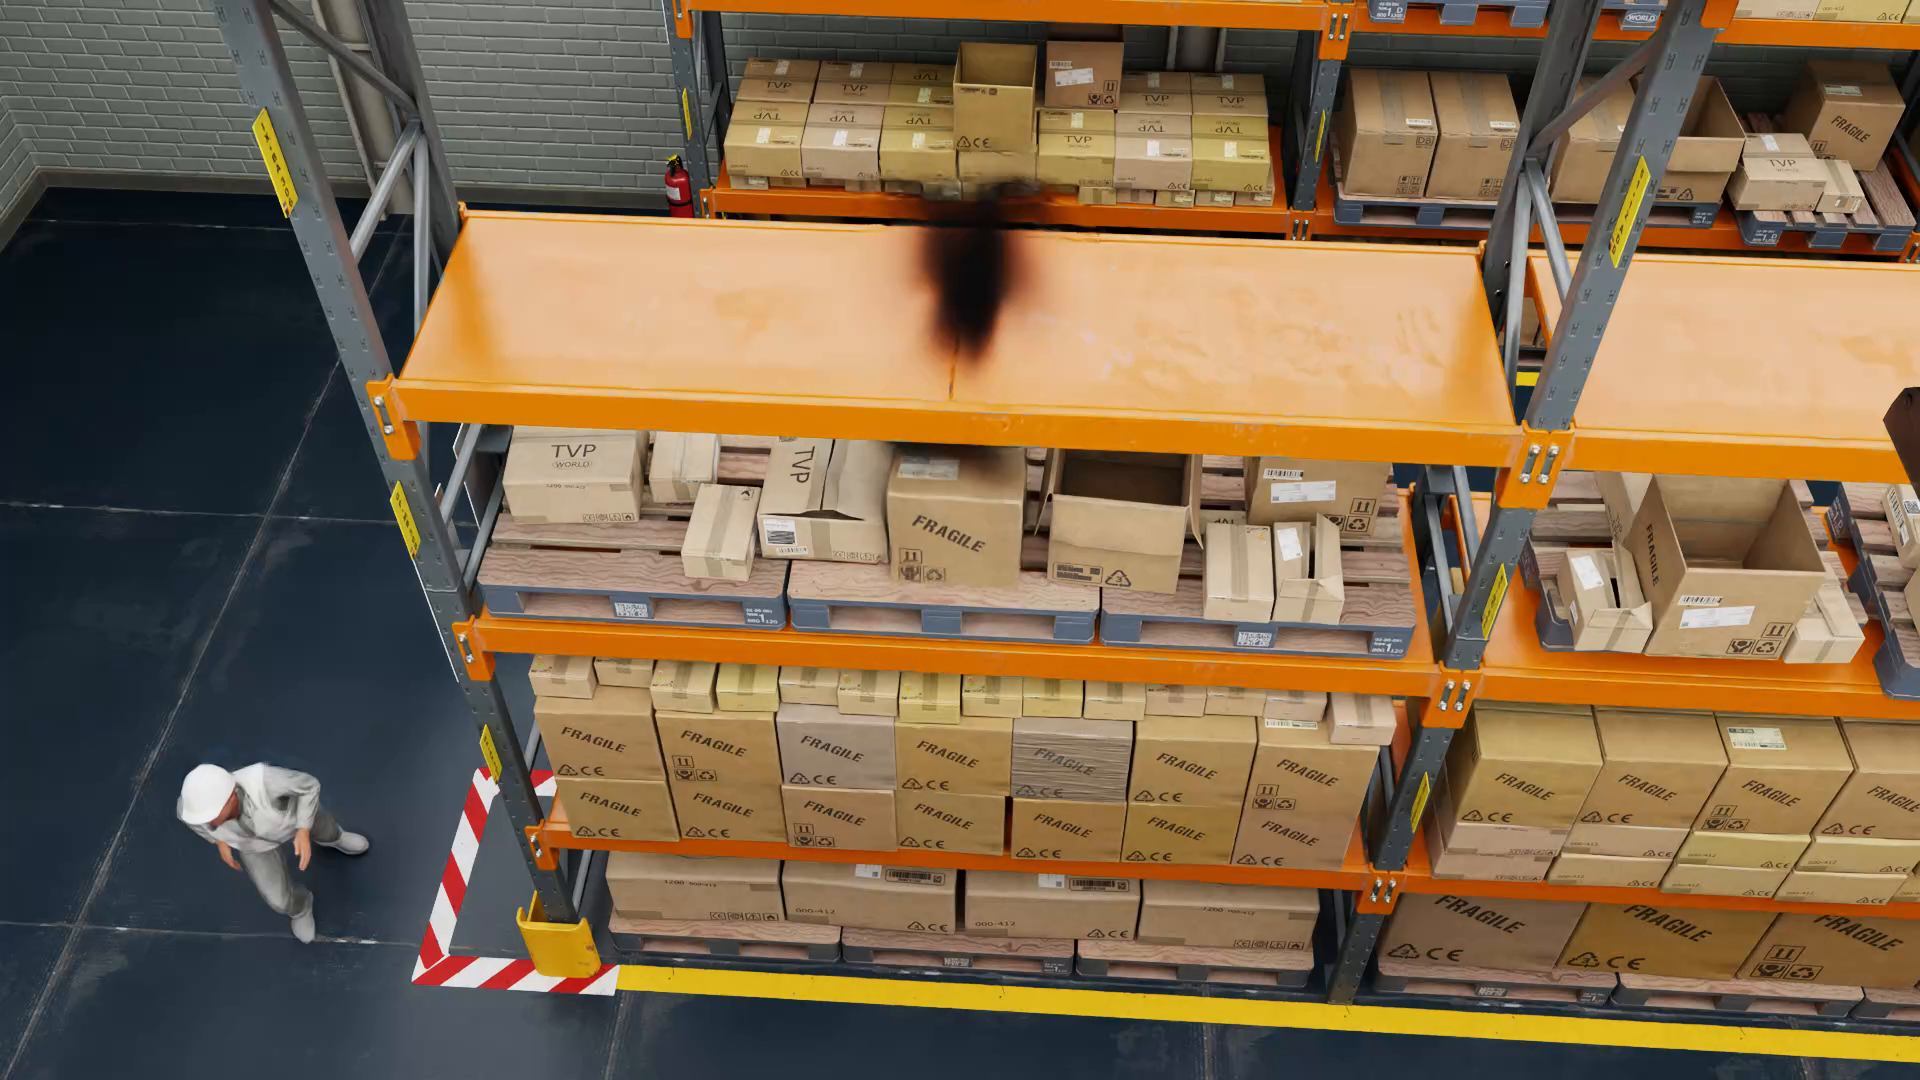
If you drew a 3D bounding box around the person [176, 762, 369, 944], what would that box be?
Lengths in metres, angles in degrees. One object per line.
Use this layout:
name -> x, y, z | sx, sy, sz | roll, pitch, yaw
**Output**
person -> -3.467, 1.427, 8.379 | 0.716, 1.676, 0.828 | -24, 52, -20
